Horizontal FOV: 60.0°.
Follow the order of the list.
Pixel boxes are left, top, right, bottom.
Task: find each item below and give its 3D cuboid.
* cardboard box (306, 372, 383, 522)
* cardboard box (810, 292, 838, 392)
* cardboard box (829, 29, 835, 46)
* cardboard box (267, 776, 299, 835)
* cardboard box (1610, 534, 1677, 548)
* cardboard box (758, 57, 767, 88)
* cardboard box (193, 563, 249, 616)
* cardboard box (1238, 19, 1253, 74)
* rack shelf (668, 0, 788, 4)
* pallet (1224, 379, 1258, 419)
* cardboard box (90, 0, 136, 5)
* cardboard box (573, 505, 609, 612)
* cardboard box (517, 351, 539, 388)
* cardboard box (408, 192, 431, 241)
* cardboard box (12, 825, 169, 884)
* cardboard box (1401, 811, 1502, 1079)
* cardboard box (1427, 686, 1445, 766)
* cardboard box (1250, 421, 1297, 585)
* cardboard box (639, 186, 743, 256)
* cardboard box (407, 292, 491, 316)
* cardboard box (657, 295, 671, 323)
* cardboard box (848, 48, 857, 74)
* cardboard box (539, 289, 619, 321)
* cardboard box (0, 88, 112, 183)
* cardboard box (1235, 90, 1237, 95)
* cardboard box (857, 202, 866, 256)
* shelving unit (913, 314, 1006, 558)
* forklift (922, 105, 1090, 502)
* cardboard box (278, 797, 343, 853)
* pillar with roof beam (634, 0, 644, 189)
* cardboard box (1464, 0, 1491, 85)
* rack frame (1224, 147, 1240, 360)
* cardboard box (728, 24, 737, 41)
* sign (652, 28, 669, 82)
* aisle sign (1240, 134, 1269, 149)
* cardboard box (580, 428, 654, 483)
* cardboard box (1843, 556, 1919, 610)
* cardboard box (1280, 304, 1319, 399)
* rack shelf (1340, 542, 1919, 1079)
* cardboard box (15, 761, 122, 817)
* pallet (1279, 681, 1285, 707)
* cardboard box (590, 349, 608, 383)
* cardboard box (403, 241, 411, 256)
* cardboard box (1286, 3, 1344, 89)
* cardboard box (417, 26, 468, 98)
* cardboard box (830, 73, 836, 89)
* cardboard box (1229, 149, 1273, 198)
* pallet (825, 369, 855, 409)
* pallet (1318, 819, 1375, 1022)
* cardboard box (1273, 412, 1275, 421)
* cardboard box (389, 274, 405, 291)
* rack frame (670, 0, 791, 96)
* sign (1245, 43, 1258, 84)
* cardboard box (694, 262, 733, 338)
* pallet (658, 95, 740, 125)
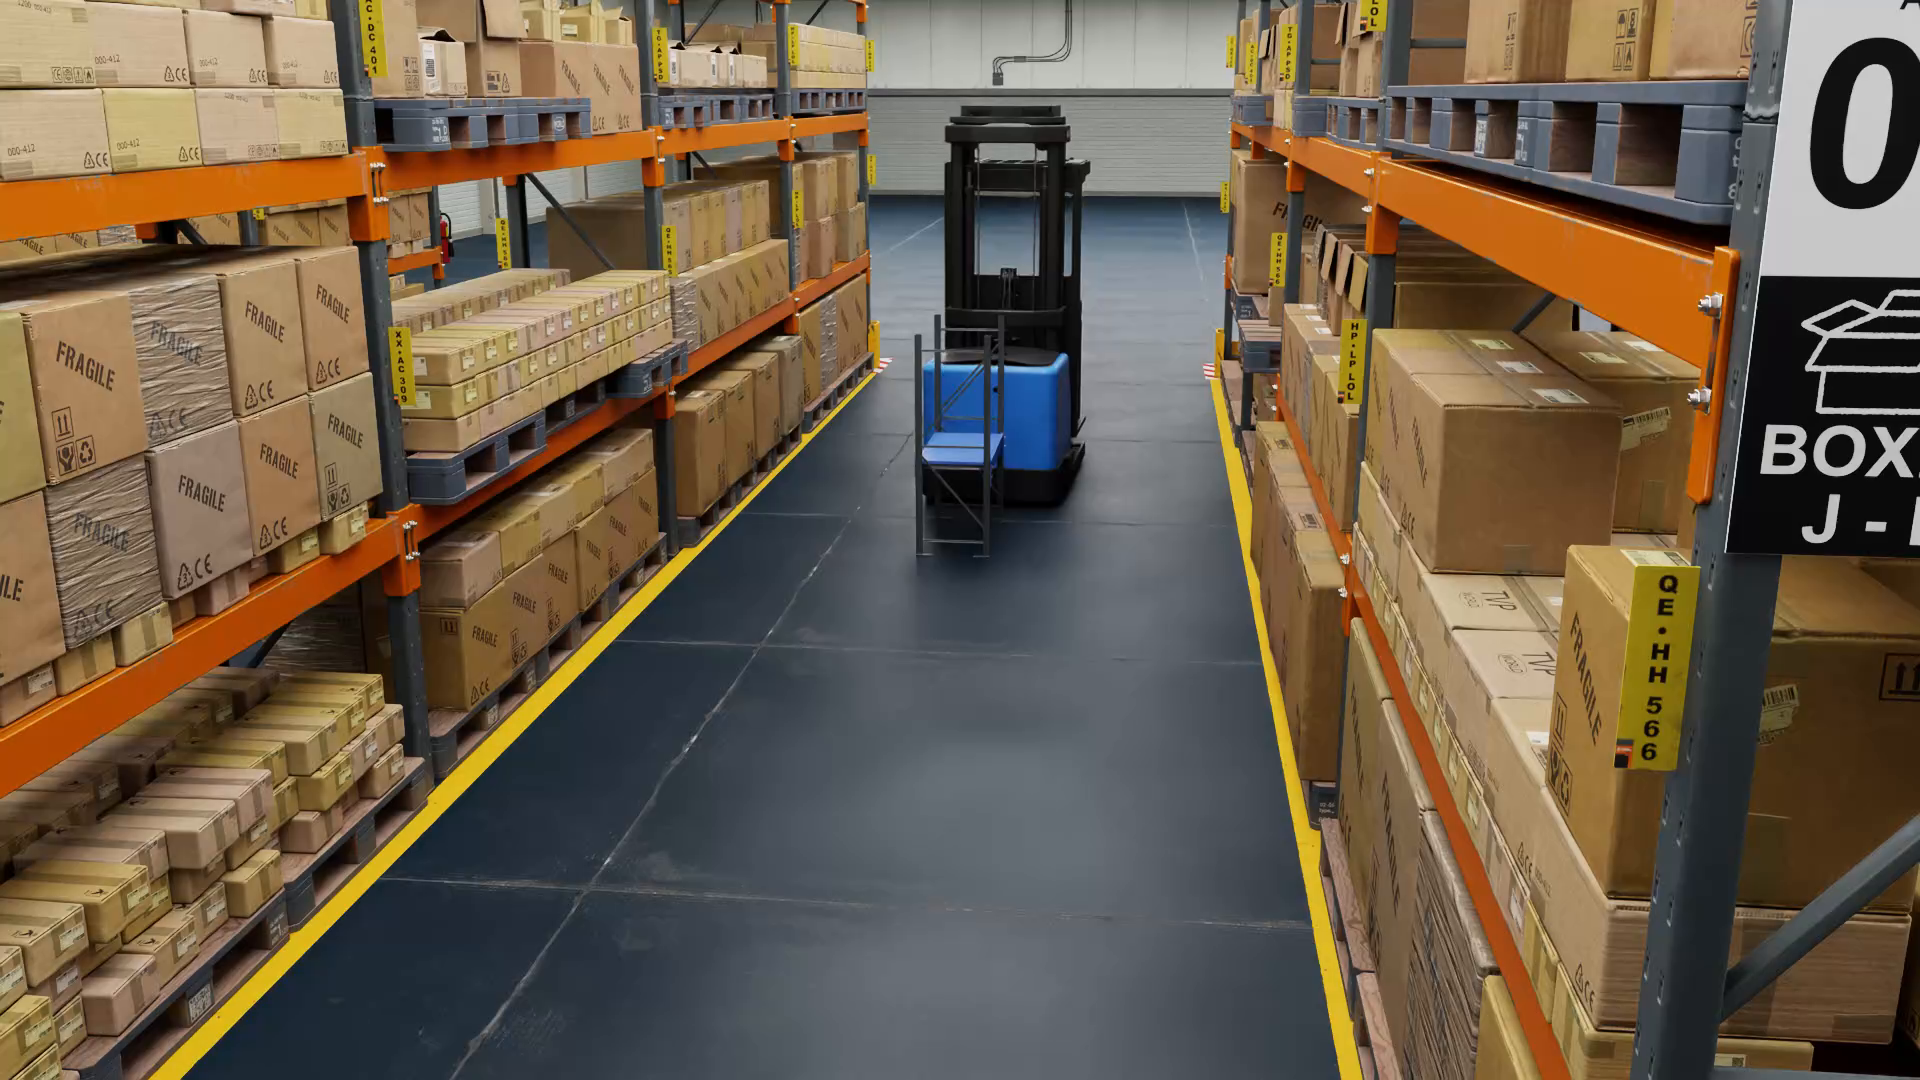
[{"bbox_3d":[-2.644,-0.379,6.555,0.500,0.500,0.500,2,15,6],"label":"cardboard box"},{"bbox_3d":[-1.729,-1.968,16.459,0.875,0.875,0.875,2,15,7],"label":"cardboard box"},{"bbox_3d":[-1.417,-4.837,16.016,0.380,0.149,0.250,2,15,6],"label":"cardboard box"},{"bbox_3d":[-2.746,1.003,6.294,0.380,0.149,0.250,2,15,7],"label":"cardboard box"},{"bbox_3d":[2.144,0.169,5.007,0.500,0.250,0.500,2,15,7],"label":"cardboard box"},{"bbox_3d":[-1.888,-3.834,13.641,0.500,0.250,0.500,2,15,7],"label":"cardboard box"},{"bbox_3d":[-2.735,0.156,5.818,0.380,0.149,0.250,1,15,4],"label":"cardboard box"},{"bbox_3d":[2.965,-4.765,16.072,0.500,0.500,0.500,2,15,6],"label":"cardboard box"},{"bbox_3d":[-2.193,-4.233,12.220,1.077,0.370,4.000,2,15,6],"label":"rack shelf"},{"bbox_3d":[3.125,-1.370,16.324,1.003,0.211,1.213,2,15,6],"label":"pallet"},{"bbox_3d":[-2.754,-1.705,5.040,0.380,0.149,0.250,2,15,6],"label":"cardboard box"},{"bbox_3d":[-2.339,0.096,9.544,0.500,0.500,0.500,1,15,4],"label":"cardboard box"},{"bbox_3d":[-2.284,-0.836,8.115,0.380,0.149,0.250,1,15,4],"label":"cardboard box"},{"bbox_3d":[-6.233,-3.596,18.452,0.500,0.500,0.500,1,15,5],"label":"cardboard box"},{"bbox_3d":[-2.863,1.067,5.487,0.380,0.149,0.250,2,15,6],"label":"cardboard box"},{"bbox_3d":[1.691,1.307,4.346,0.875,0.875,0.875,2,15,6],"label":"cardboard box"},{"bbox_3d":[1.481,0.512,4.505,0.380,0.149,0.250,2,15,7],"label":"cardboard box"},{"bbox_3d":[2.400,-0.185,9.864,1.225,0.875,0.875,1,15,4],"label":"cardboard box"},{"bbox_3d":[-2.131,-2.533,13.177,0.700,0.500,0.500,2,15,7],"label":"cardboard box"},{"bbox_3d":[-2.810,-1.272,9.156,0.380,0.149,0.250,2,15,8],"label":"cardboard box"},{"bbox_3d":[-2.022,-1.442,10.354,0.380,0.149,0.250,2,15,7],"label":"cardboard box"},{"bbox_3d":[-1.351,-4.938,17.154,0.500,0.250,0.500,2,15,6],"label":"cardboard box"},{"bbox_3d":[-2.138,-1.322,9.340,0.380,0.149,0.250,2,15,6],"label":"cardboard box"},{"bbox_3d":[-2.839,-1.172,4.790,0.500,0.250,0.500,2,15,6],"label":"cardboard box"},{"bbox_3d":[3.090,-4.519,17.169,0.500,0.250,0.500,2,15,8],"label":"cardboard box"},{"bbox_3d":[-1.513,-3.408,18.232,0.875,0.550,0.550,2,15,6],"label":"cardboard box"},{"bbox_3d":[0.010,-0.746,11.548,0.538,1.500,1.048,2,15,6],"label":"shelving unit"},{"bbox_3d":[0.461,-2.039,13.587,1.130,2.935,3.031,3,15,9],"label":"forklift"},{"bbox_3d":[-2.654,1.100,6.505,0.380,0.149,0.250,1,15,4],"label":"cardboard box"},{"bbox_3d":[-4.690,-14.094,46.545,9.100,9.000,0.400,2,15,6],"label":"pillar with roof beam"},{"bbox_3d":[2.018,-1.691,5.235,0.700,0.500,0.500,1,15,3],"label":"cardboard box"},{"bbox_3d":[3.401,-3.261,17.975,1.000,3.000,0.127,2,15,6],"label":"rack frame"},{"bbox_3d":[-2.214,-4.528,14.873,0.380,0.149,0.250,2,15,6],"label":"cardboard box"},{"bbox_3d":[-1.880,-3.039,10.419,0.100,0.325,0.005,2,15,6],"label":"sign"},{"bbox_3d":[3.110,-4.541,17.728,0.394,0.787,0.004,2,15,6],"label":"aisle sign"},{"bbox_3d":[-2.235,-0.531,10.428,0.500,0.250,0.500,1,15,5],"label":"cardboard box"},{"bbox_3d":[1.974,0.209,3.422,0.500,0.500,0.500,1,15,5],"label":"cardboard box"},{"bbox_3d":[2.173,-1.116,9.852,0.500,0.500,0.500,2,15,8],"label":"cardboard box"},{"bbox_3d":[1.821,0.717,4.640,1.077,0.370,4.000,2,15,6],"label":"rack shelf"},{"bbox_3d":[-3.301,0.917,6.040,0.380,0.149,0.250,2,15,7],"label":"cardboard box"},{"bbox_3d":[2.194,0.678,8.751,1.003,0.211,1.213,2,15,6],"label":"pallet"},{"bbox_3d":[-2.168,-0.966,9.164,0.380,0.149,0.250,2,15,8],"label":"cardboard box"},{"bbox_3d":[-6.244,-3.193,18.206,0.380,0.149,0.250,1,15,5],"label":"cardboard box"},{"bbox_3d":[2.303,-3.055,10.317,0.500,0.500,0.500,2,15,8],"label":"cardboard box"},{"bbox_3d":[-2.562,-2.151,7.489,0.500,0.311,0.500,1,15,5],"label":"cardboard box"},{"bbox_3d":[-1.417,-4.452,16.120,0.380,0.149,0.250,2,15,7],"label":"cardboard box"},{"bbox_3d":[3.068,-3.801,17.295,0.500,0.500,0.500,2,15,6],"label":"cardboard box"},{"bbox_3d":[-1.669,-1.562,17.034,1.003,0.211,1.213,2,15,6],"label":"pallet"},{"bbox_3d":[1.883,1.392,6.108,1.003,0.211,1.213,2,15,6],"label":"pallet"},{"bbox_3d":[2.661,-0.658,12.293,0.700,0.500,0.500,3,15,11],"label":"cardboard box"},{"bbox_3d":[-6.252,-2.791,18.020,0.380,0.149,0.250,2,15,8],"label":"cardboard box"},{"bbox_3d":[-1.967,-5.292,13.992,1.000,3.000,0.127,2,15,6],"label":"rack frame"},{"bbox_3d":[2.409,-3.935,13.731,0.100,0.325,0.005,2,15,6],"label":"sign"},{"bbox_3d":[-1.988,-1.778,12.298,0.500,0.500,0.500,2,15,6],"label":"cardboard box"},{"bbox_3d":[-2.276,-3.174,12.268,1.003,0.211,1.213,2,15,9],"label":"pallet"}]
